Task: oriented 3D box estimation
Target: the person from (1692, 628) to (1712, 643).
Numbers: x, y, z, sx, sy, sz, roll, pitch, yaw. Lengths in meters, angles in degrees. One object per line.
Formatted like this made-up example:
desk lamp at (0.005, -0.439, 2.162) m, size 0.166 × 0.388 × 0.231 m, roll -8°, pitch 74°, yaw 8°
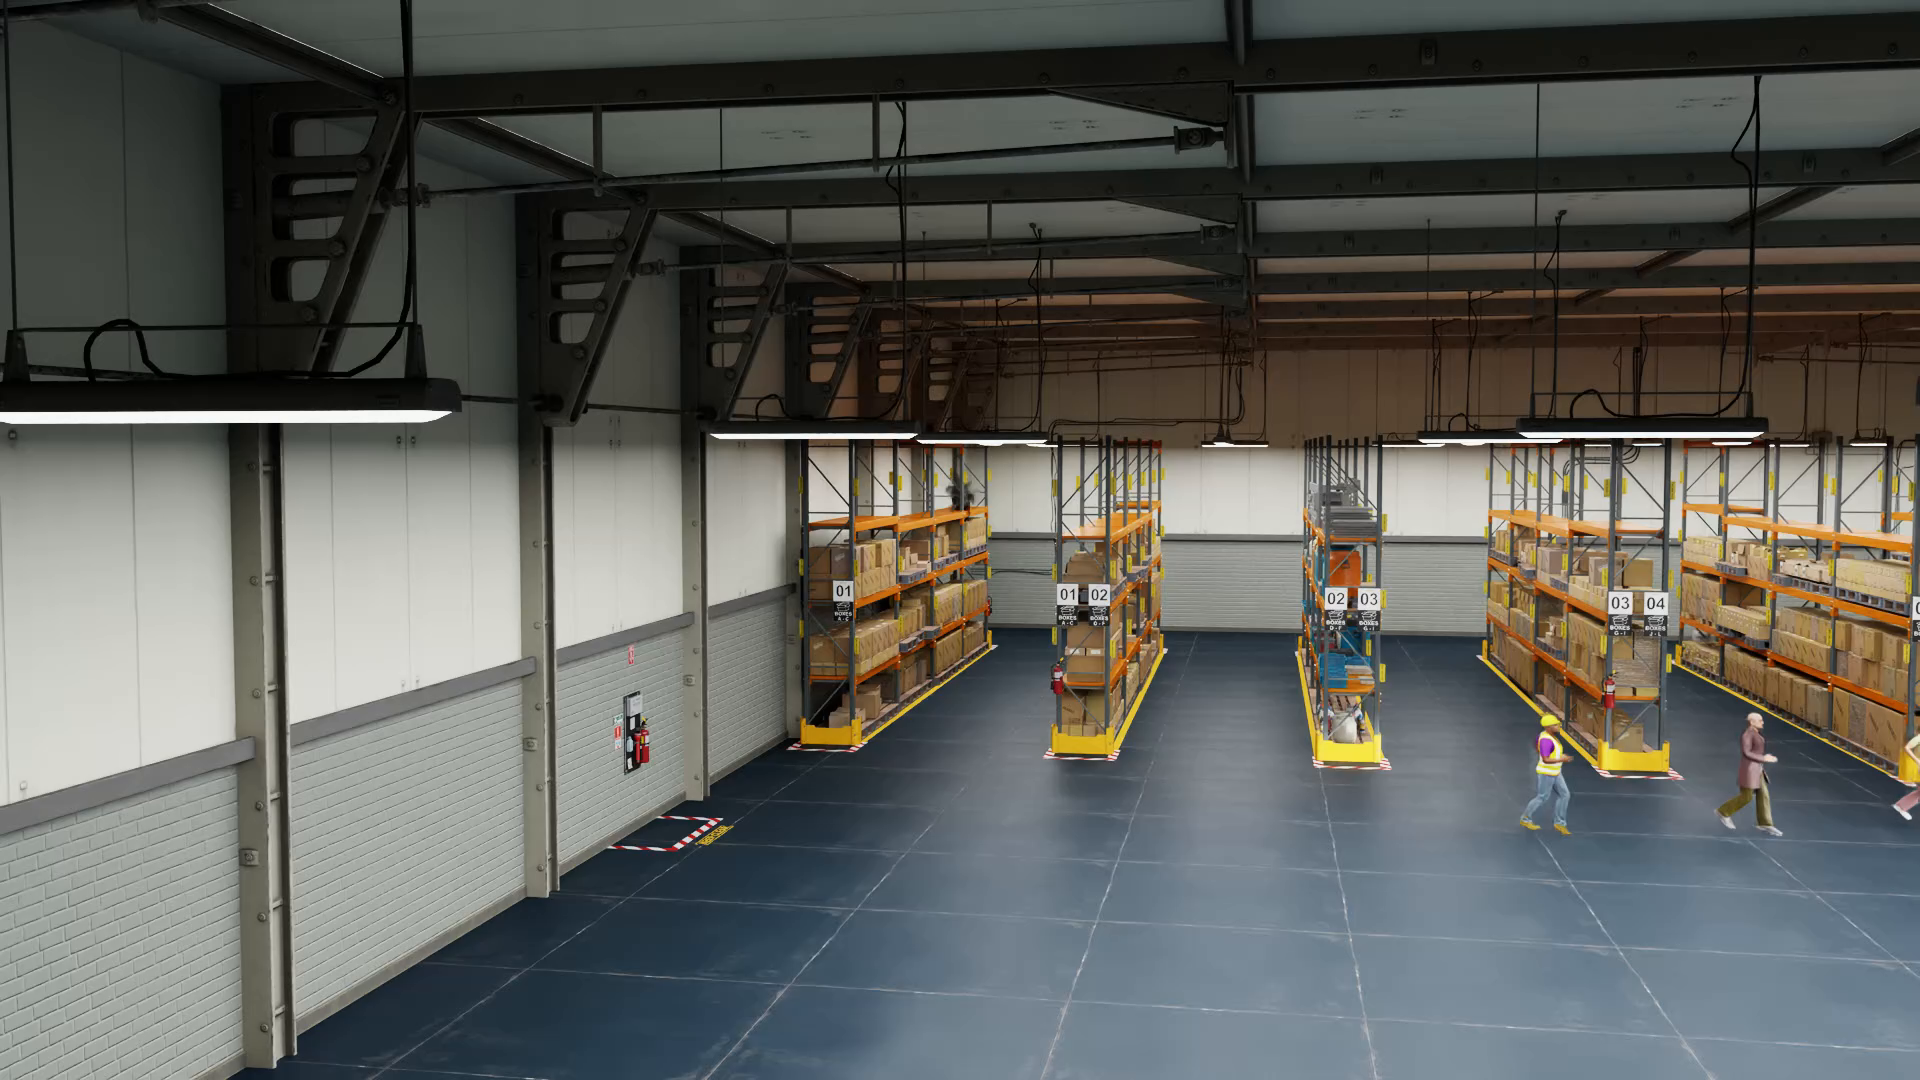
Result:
person at (20.456, 2.403, 45.737) m, size 0.768 × 1.744 × 0.618 m, roll -2°, pitch 4°, yaw -30°

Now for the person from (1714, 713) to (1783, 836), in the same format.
person at (11.821, 3.479, 24.888) m, size 0.947 × 1.807 × 0.732 m, roll 3°, pitch 4°, yaw 39°

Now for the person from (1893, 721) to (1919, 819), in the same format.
person at (14.639, 3.498, 25.163) m, size 0.573 × 1.659 × 0.964 m, roll -3°, pitch 4°, yaw -43°

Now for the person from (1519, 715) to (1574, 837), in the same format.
person at (8.731, 3.506, 24.696) m, size 0.787 × 1.831 × 0.676 m, roll 2°, pitch 4°, yaw 34°
